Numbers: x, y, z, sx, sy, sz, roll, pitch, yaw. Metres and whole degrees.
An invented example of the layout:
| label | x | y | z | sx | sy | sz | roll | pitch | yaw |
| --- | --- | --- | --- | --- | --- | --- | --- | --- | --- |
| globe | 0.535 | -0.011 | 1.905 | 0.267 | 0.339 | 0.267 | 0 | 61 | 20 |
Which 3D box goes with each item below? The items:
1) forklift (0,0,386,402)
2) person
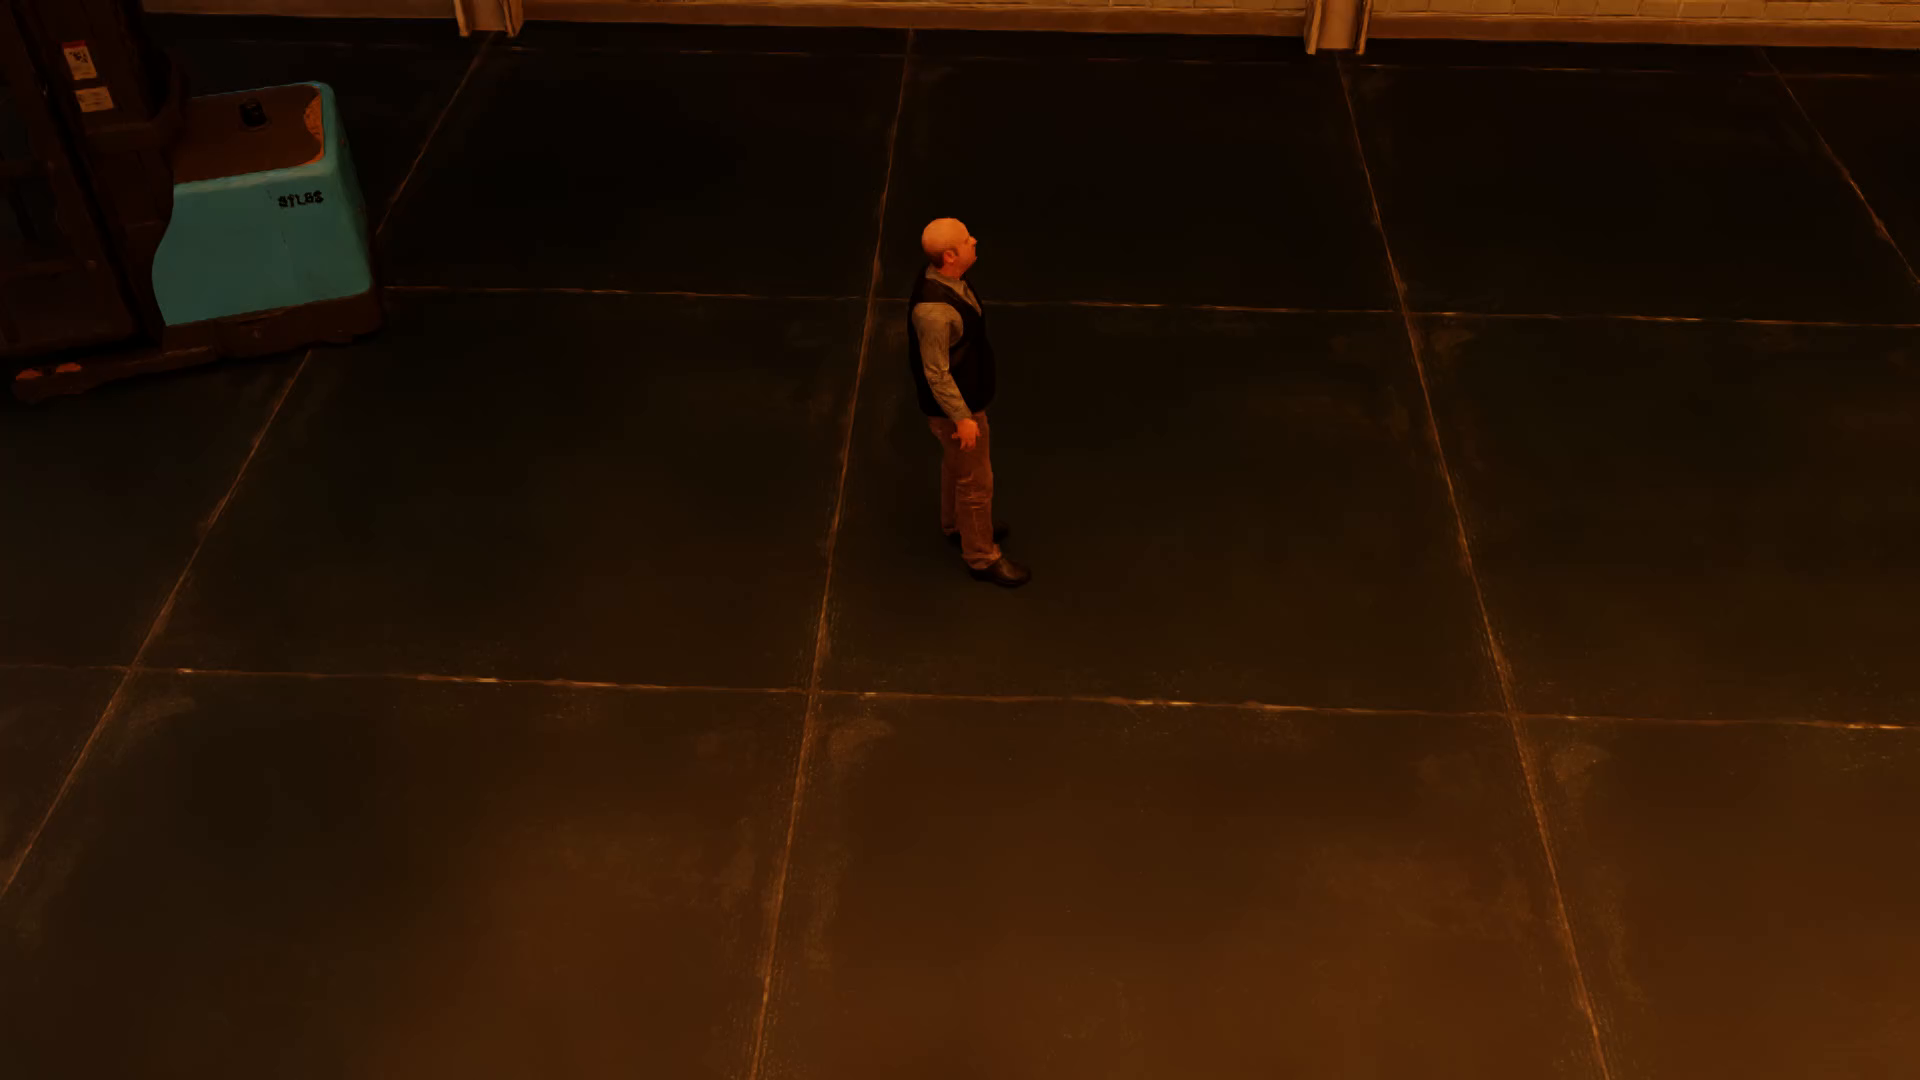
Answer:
| label | x | y | z | sx | sy | sz | roll | pitch | yaw |
| --- | --- | --- | --- | --- | --- | --- | --- | --- | --- |
| forklift | -4.728 | -2.207 | 8.160 | 3.031 | 2.935 | 1.130 | -12 | 44 | -13 |
| person | 0.062 | -0.634 | 7.323 | 0.567 | 1.720 | 0.632 | 2 | 42 | 2 |
